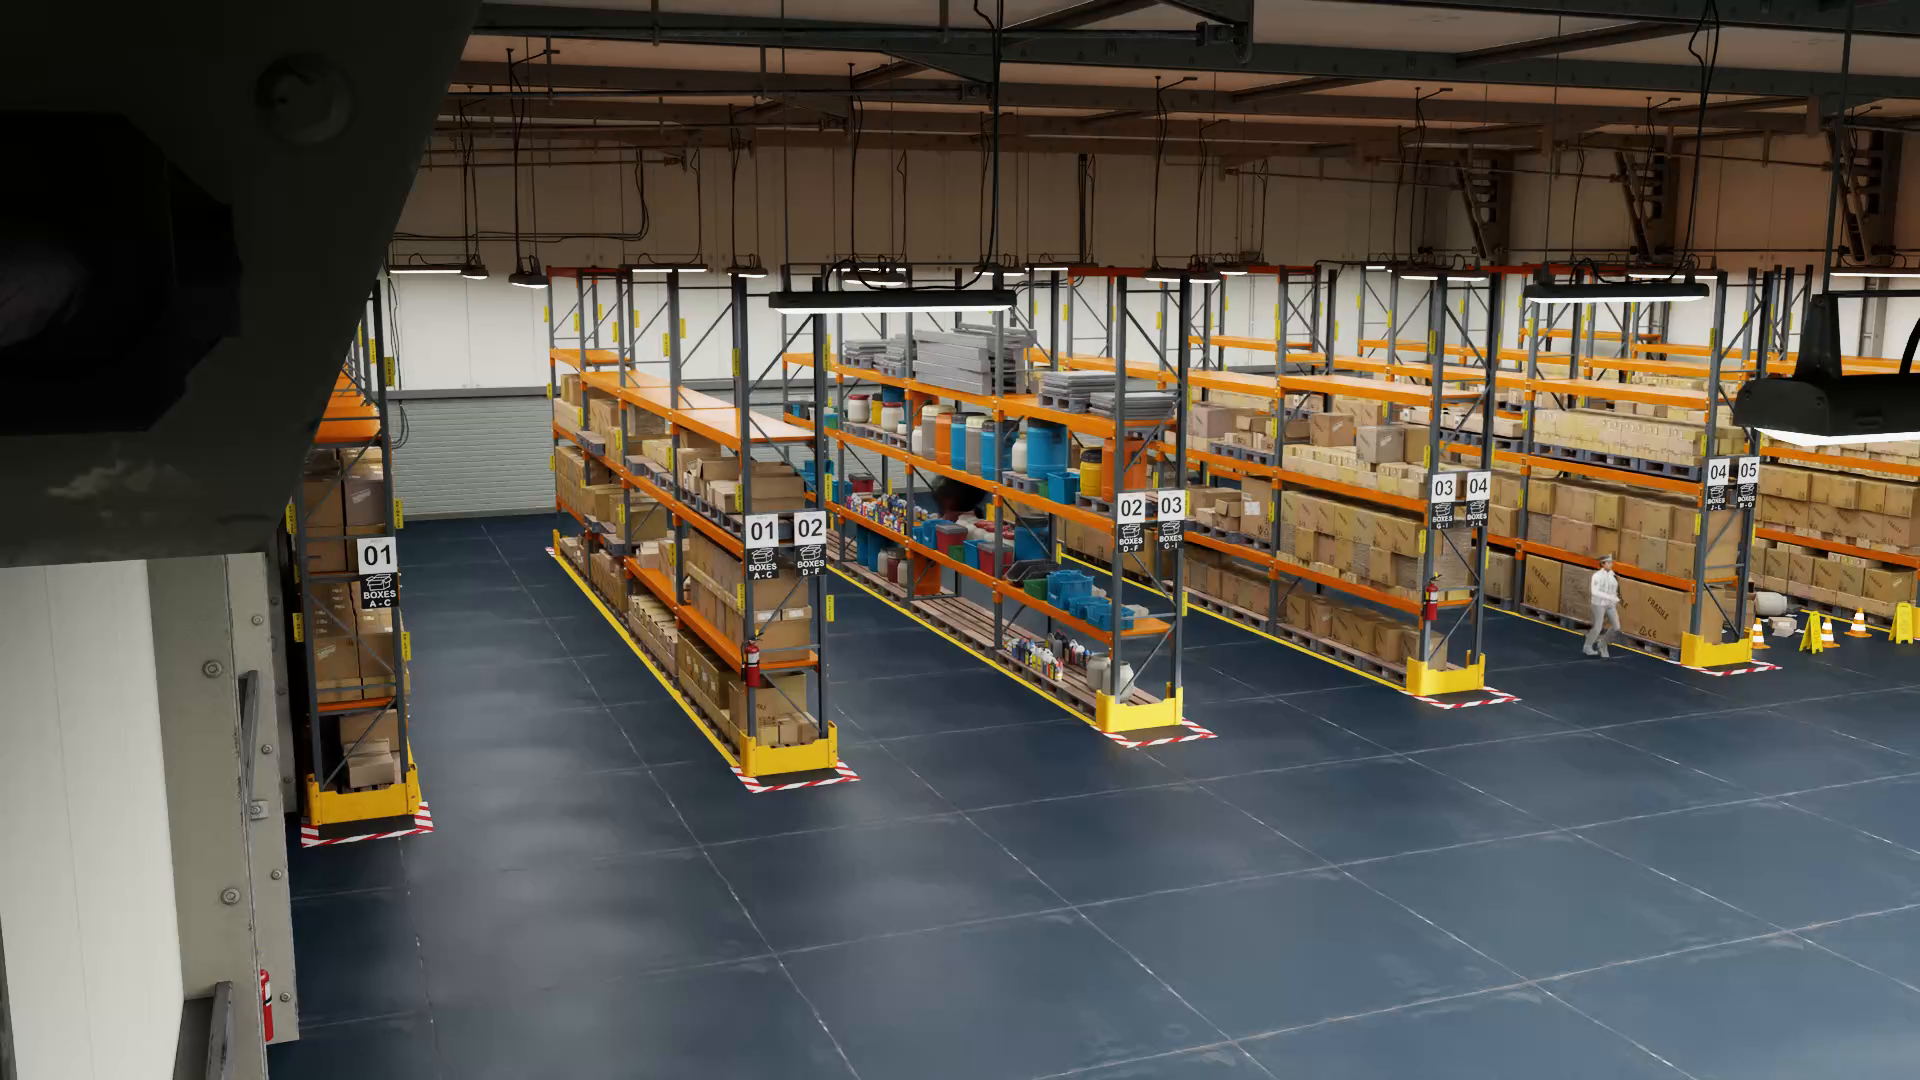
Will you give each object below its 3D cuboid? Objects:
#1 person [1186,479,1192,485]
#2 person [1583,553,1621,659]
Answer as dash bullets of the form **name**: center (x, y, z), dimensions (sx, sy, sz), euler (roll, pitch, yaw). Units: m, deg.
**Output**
- **person**: center (4.752, -0.501, 34.881), dimensions (0.544, 1.575, 0.864), euler (-5, 11, -28)
- **person**: center (10.058, 1.037, 25.903), dimensions (0.643, 1.708, 0.660), euler (-5, 11, -26)
